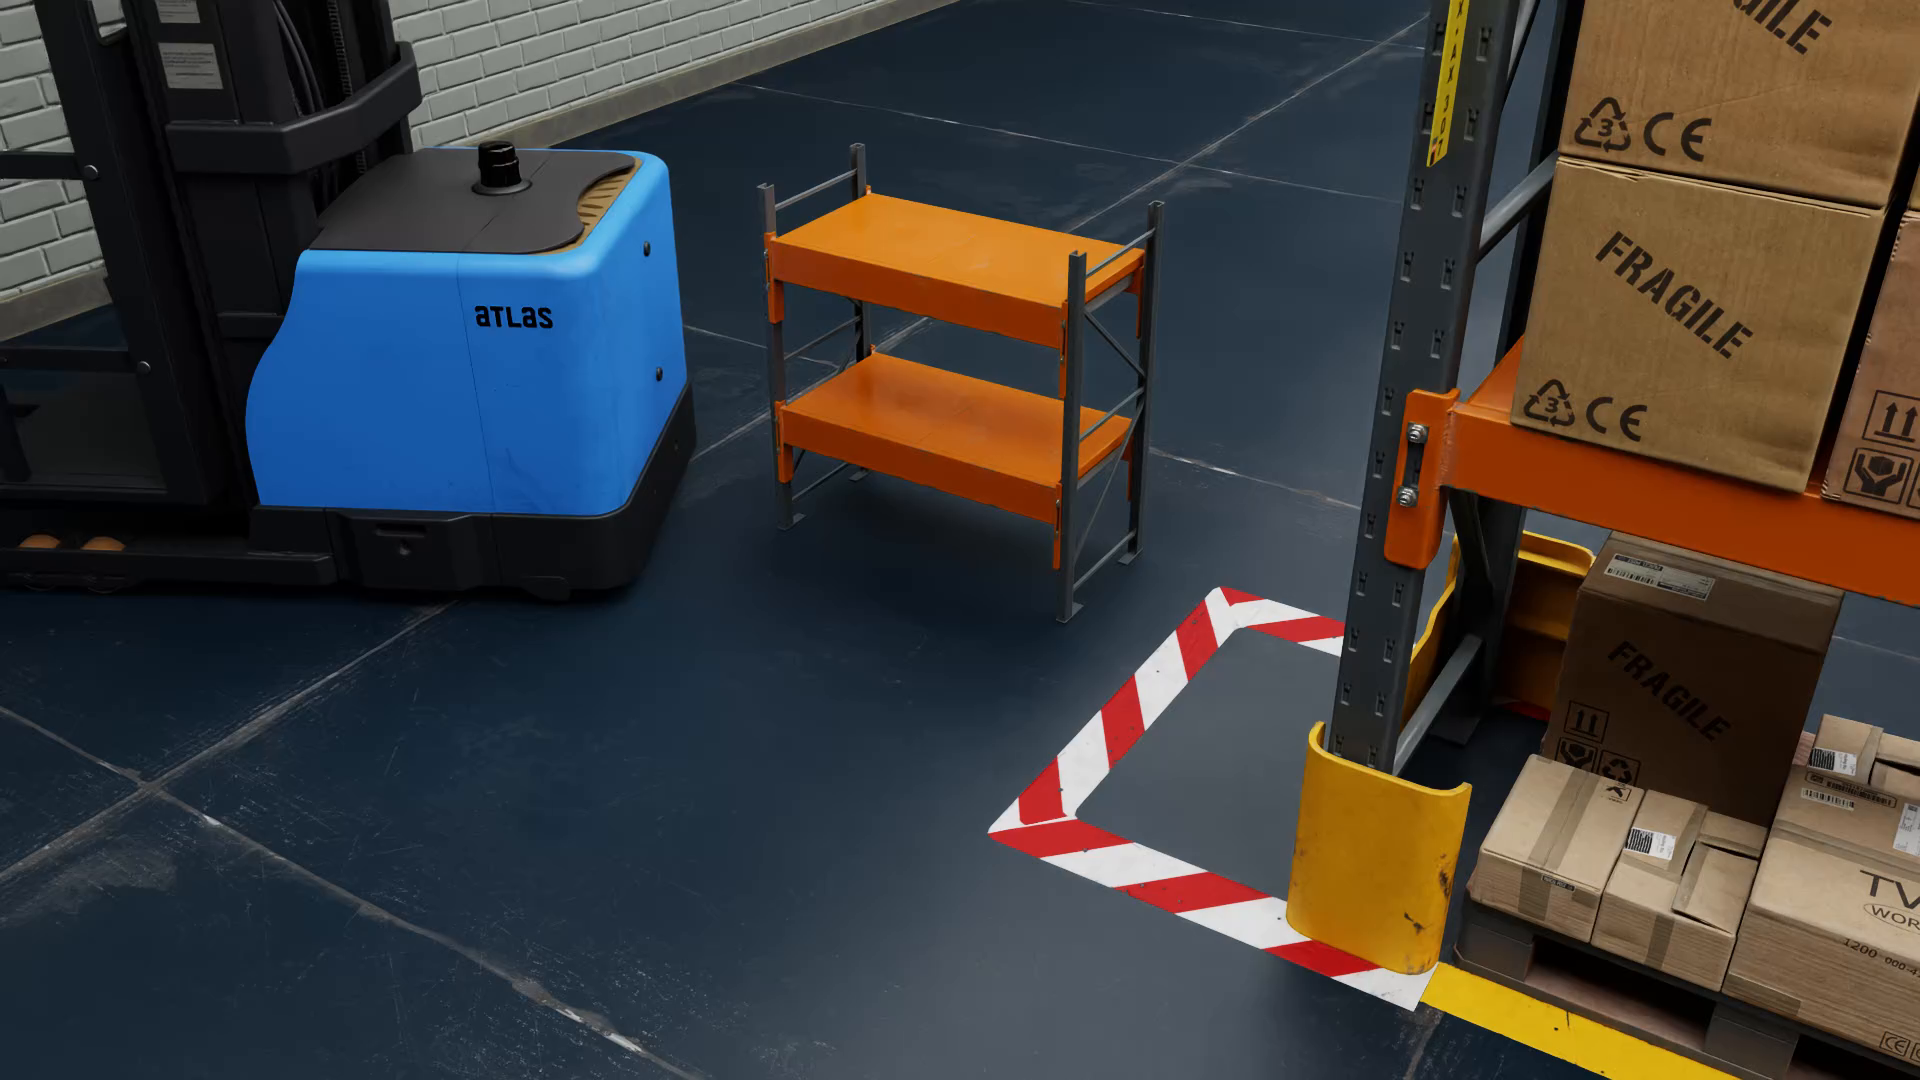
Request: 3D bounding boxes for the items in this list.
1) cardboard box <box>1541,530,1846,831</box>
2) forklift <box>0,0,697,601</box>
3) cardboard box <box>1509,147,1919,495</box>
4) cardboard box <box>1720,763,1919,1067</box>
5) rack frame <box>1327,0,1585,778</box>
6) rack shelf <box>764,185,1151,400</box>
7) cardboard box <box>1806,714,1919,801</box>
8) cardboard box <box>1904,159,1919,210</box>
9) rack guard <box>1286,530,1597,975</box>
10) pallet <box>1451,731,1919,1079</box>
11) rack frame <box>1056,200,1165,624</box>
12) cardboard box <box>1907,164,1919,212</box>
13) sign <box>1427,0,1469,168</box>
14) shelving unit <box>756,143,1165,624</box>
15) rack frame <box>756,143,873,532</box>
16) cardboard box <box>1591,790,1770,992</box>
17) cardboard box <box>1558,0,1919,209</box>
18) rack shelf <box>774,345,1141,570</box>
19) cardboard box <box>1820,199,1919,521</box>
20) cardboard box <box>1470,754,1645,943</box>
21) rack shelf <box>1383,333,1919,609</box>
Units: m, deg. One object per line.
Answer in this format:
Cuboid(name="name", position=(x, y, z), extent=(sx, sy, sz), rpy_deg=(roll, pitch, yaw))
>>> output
Cuboid(name="cardboard box", position=(1.699, 0.280, 3.837), extent=(0.500, 0.500, 0.500), rpy_deg=(18, 35, 27))
Cuboid(name="forklift", position=(-2.438, -1.370, 4.689), extent=(3.031, 2.935, 1.130), rpy_deg=(2, 30, 3))
Cuboid(name="cardboard box", position=(1.343, -0.462, 2.966), extent=(0.500, 0.500, 0.500), rpy_deg=(18, 35, 28))
Cuboid(name="cardboard box", position=(1.841, 0.748, 3.283), extent=(0.500, 0.250, 0.500), rpy_deg=(18, 35, 27))
Cuboid(name="rack frame", position=(1.107, -0.650, 3.388), extent=(0.127, 3.000, 1.000), rpy_deg=(18, 35, 27))
Cuboid(name="rack shelf", position=(-0.006, -0.740, 4.822), extent=(1.000, 0.278, 0.538), rpy_deg=(18, 35, 27))
Cuboid(name="cardboard box", position=(1.994, 0.571, 3.669), extent=(0.250, 0.166, 0.380), rpy_deg=(18, 35, 27))
Cuboid(name="cardboard box", position=(1.631, -0.690, 3.356), extent=(0.500, 0.500, 0.500), rpy_deg=(19, 35, 29))
Cuboid(name="rack guard", position=(1.172, 0.450, 3.983), extent=(0.348, 0.500, 1.175), rpy_deg=(18, 35, 27))
Cuboid(name="pallet", position=(1.847, 0.788, 3.690), extent=(1.213, 0.211, 1.003), rpy_deg=(18, 35, 27))
Cuboid(name="rack frame", position=(0.425, -0.351, 4.736), extent=(0.032, 1.125, 0.500), rpy_deg=(18, 35, 27))
Cuboid(name="cardboard box", position=(1.790, -0.757, 2.479), extent=(0.500, 0.500, 0.500), rpy_deg=(18, 35, 28))
Cuboid(name="sign", position=(0.819, -0.792, 2.772), extent=(0.005, 0.325, 0.100), rpy_deg=(18, 35, 27))
Cuboid(name="shelving unit", position=(-0.006, -0.488, 4.970), extent=(1.048, 1.125, 0.538), rpy_deg=(18, 35, 27))
Cuboid(name="rack frame", position=(-0.436, -0.624, 5.203), extent=(0.032, 1.125, 0.500), rpy_deg=(18, 35, 27))
Cuboid(name="cardboard box", position=(1.491, 0.709, 3.432), extent=(0.250, 0.166, 0.380), rpy_deg=(18, 35, 27))
Cuboid(name="cardboard box", position=(1.343, -0.894, 2.714), extent=(0.500, 0.500, 0.500), rpy_deg=(19, 35, 29))
Cuboid(name="rack shelf", position=(-0.006, -0.276, 5.093), extent=(1.000, 0.278, 0.538), rpy_deg=(18, 35, 27))
Cuboid(name="cardboard box", position=(1.783, -0.326, 2.733), extent=(0.500, 0.500, 0.500), rpy_deg=(17, 34, 27))
Cuboid(name="cardboard box", position=(1.279, 0.650, 3.551), extent=(0.250, 0.149, 0.380), rpy_deg=(18, 35, 27))
Cuboid(name="rack shelf", position=(2.801, 0.196, 2.651), extent=(4.000, 0.370, 1.077), rpy_deg=(18, 35, 27))
